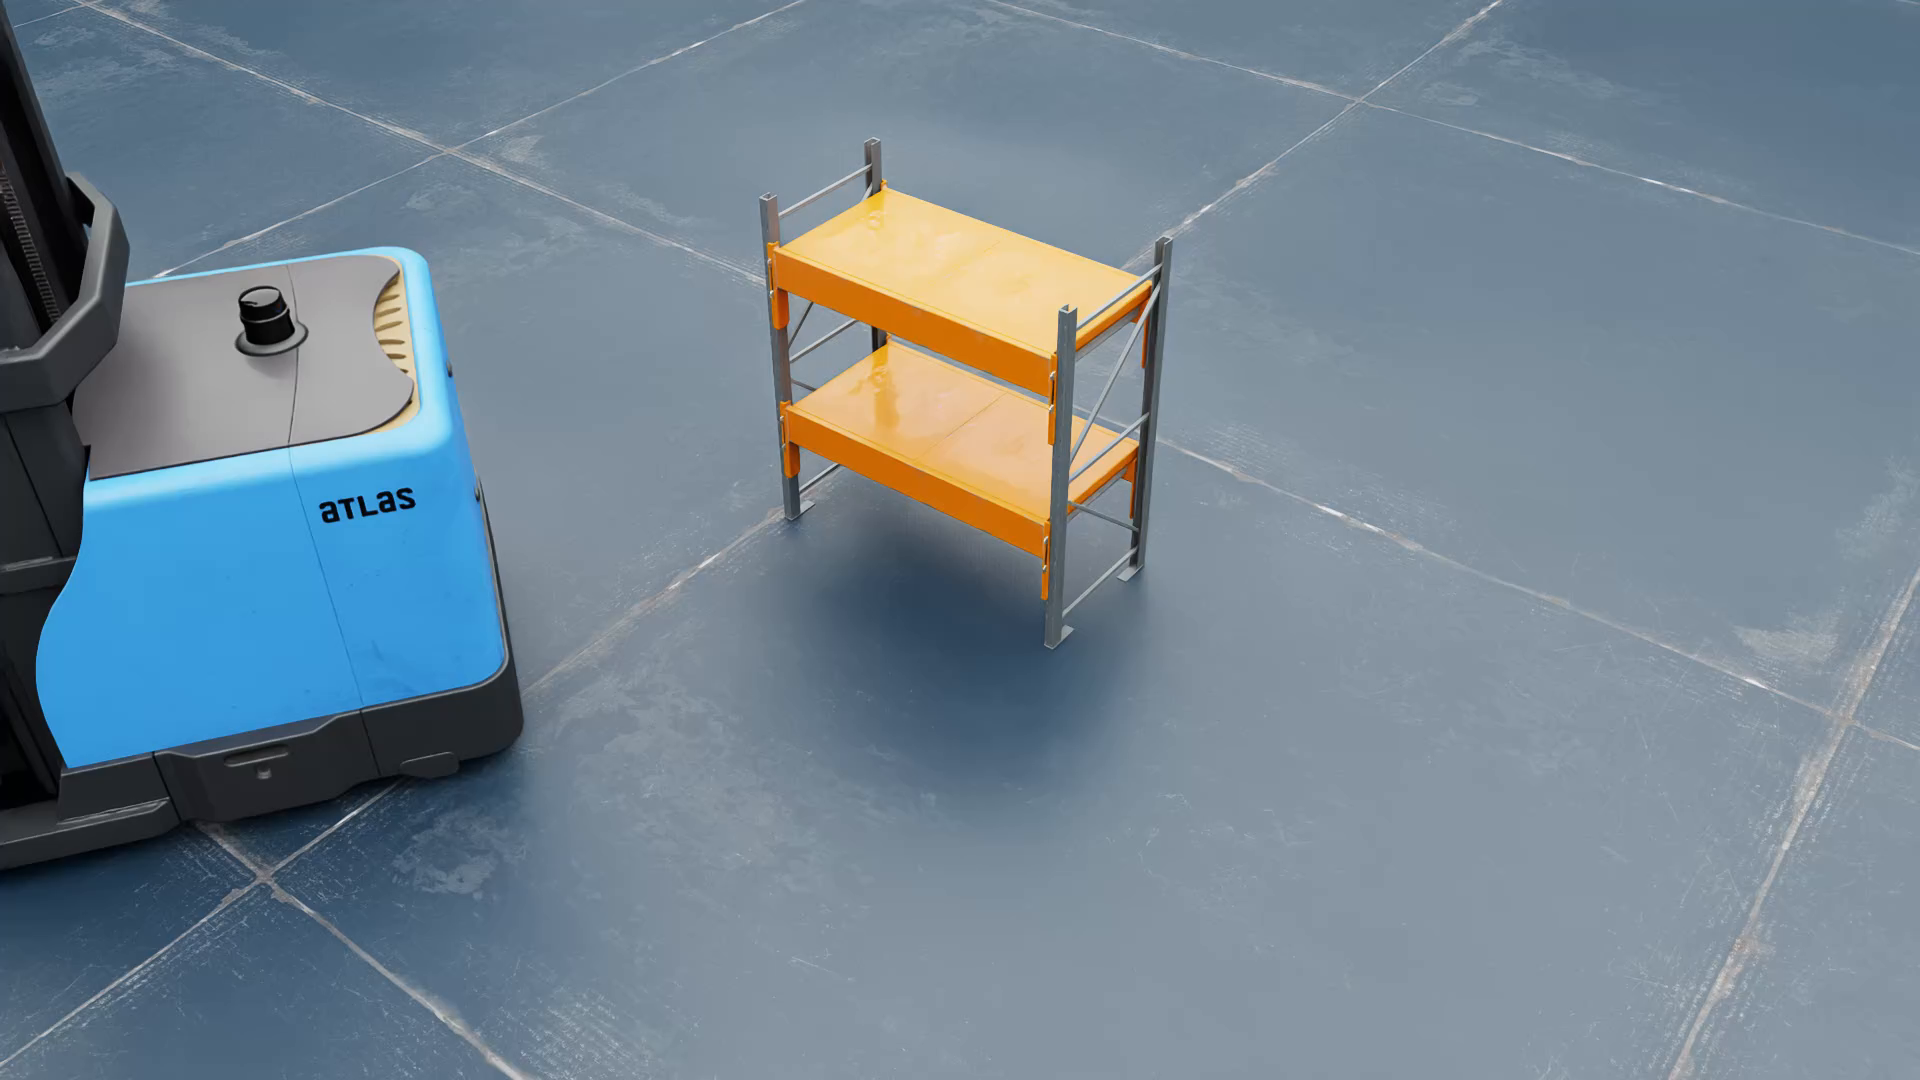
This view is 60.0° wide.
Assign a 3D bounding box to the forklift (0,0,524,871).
[{"bbox_3d":[-2.753,-0.566,3.595,3.031,2.935,1.130,-11,39,-14],"label":"forklift"}]

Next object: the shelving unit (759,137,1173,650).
[{"bbox_3d":[0.005,-0.440,4.900,1.048,1.125,0.538,25,45,29],"label":"shelving unit"}]

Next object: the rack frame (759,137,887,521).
[{"bbox_3d":[-0.398,-0.631,5.143,0.032,1.125,0.500,25,45,29],"label":"rack frame"}]

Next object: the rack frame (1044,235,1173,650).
[{"bbox_3d":[0.409,-0.250,4.657,0.032,1.125,0.500,25,45,29],"label":"rack frame"}]

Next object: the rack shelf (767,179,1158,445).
[{"bbox_3d":[0.005,-0.671,4.720,1.000,0.278,0.538,25,45,29],"label":"rack shelf"}]

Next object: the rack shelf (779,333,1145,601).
[{"bbox_3d":[0.005,-0.248,5.051,1.000,0.278,0.538,25,45,29],"label":"rack shelf"}]
